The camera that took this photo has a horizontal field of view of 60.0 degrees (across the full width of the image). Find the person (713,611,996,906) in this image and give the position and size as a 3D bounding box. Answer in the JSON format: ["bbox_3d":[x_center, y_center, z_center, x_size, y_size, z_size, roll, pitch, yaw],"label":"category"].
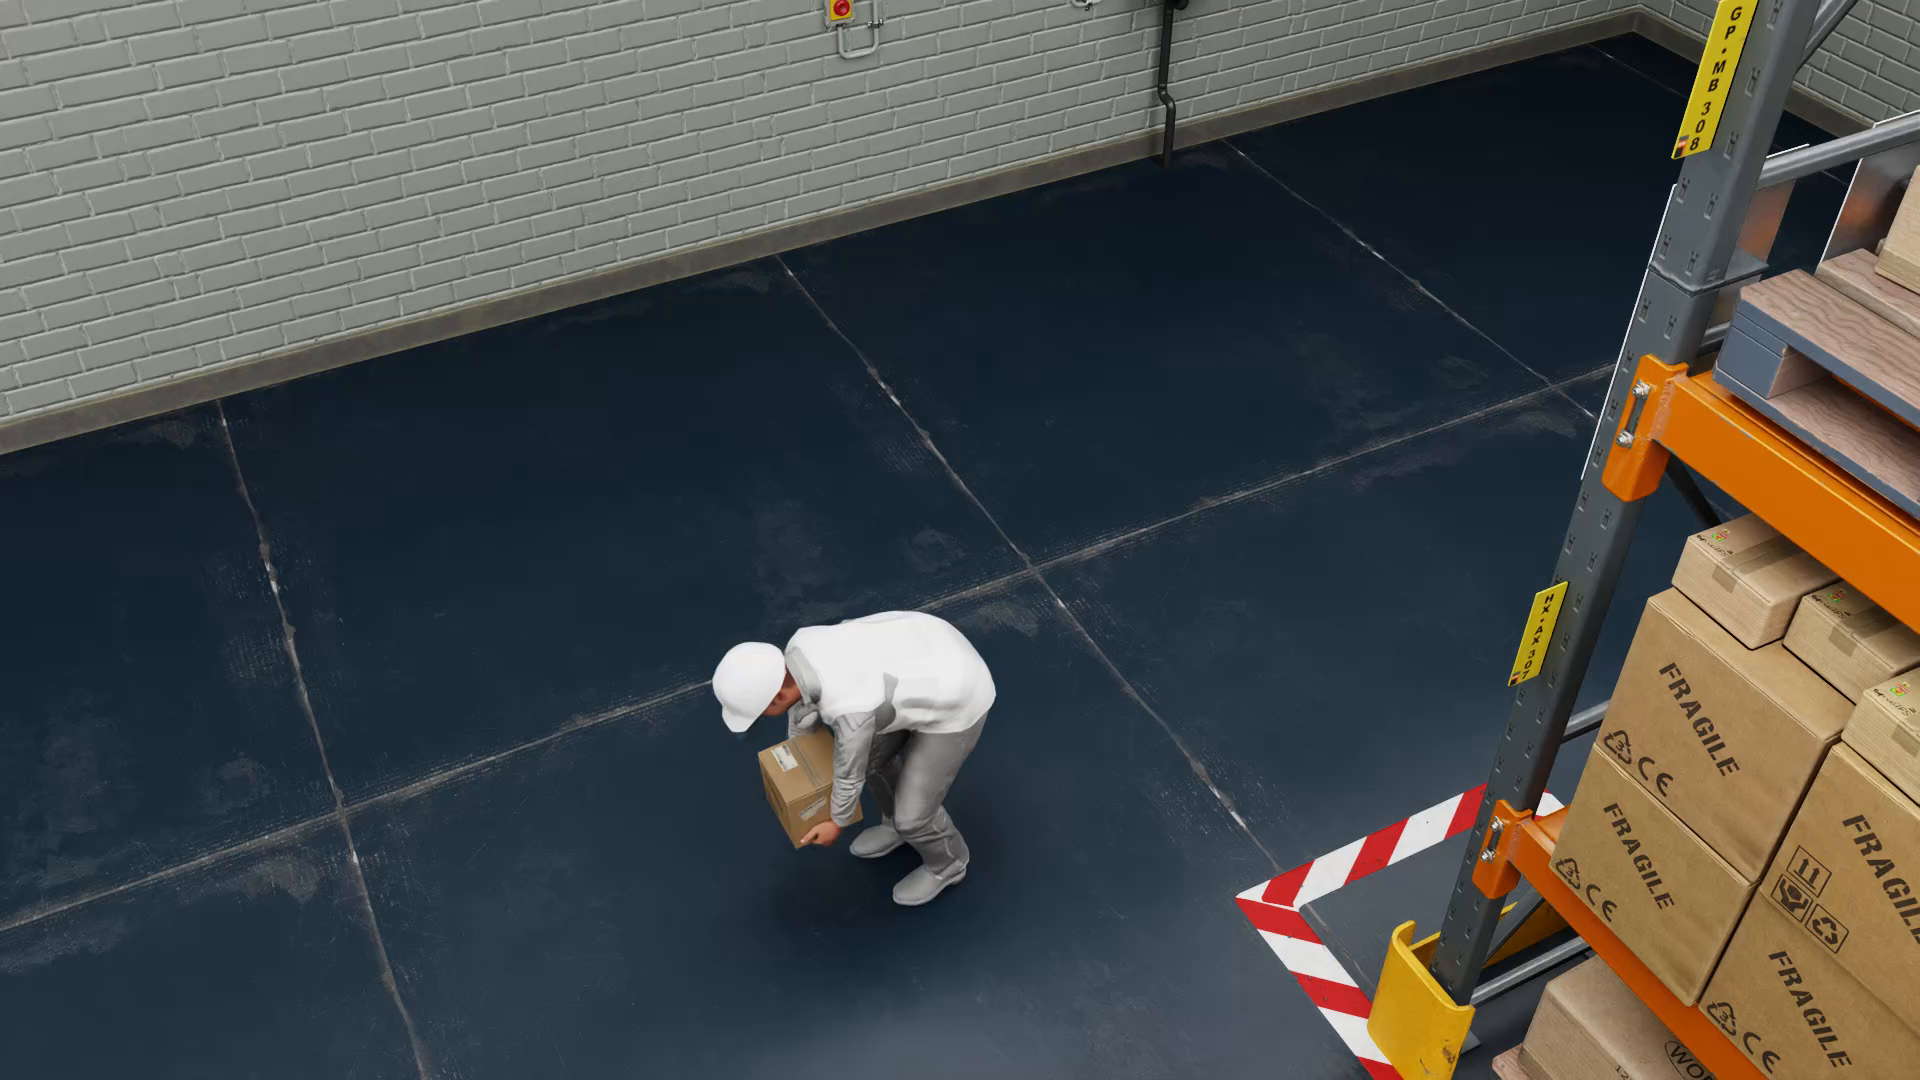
[{"bbox_3d":[-0.339,0.736,5.615,0.936,1.351,0.465,-20,45,-22],"label":"person"}]
